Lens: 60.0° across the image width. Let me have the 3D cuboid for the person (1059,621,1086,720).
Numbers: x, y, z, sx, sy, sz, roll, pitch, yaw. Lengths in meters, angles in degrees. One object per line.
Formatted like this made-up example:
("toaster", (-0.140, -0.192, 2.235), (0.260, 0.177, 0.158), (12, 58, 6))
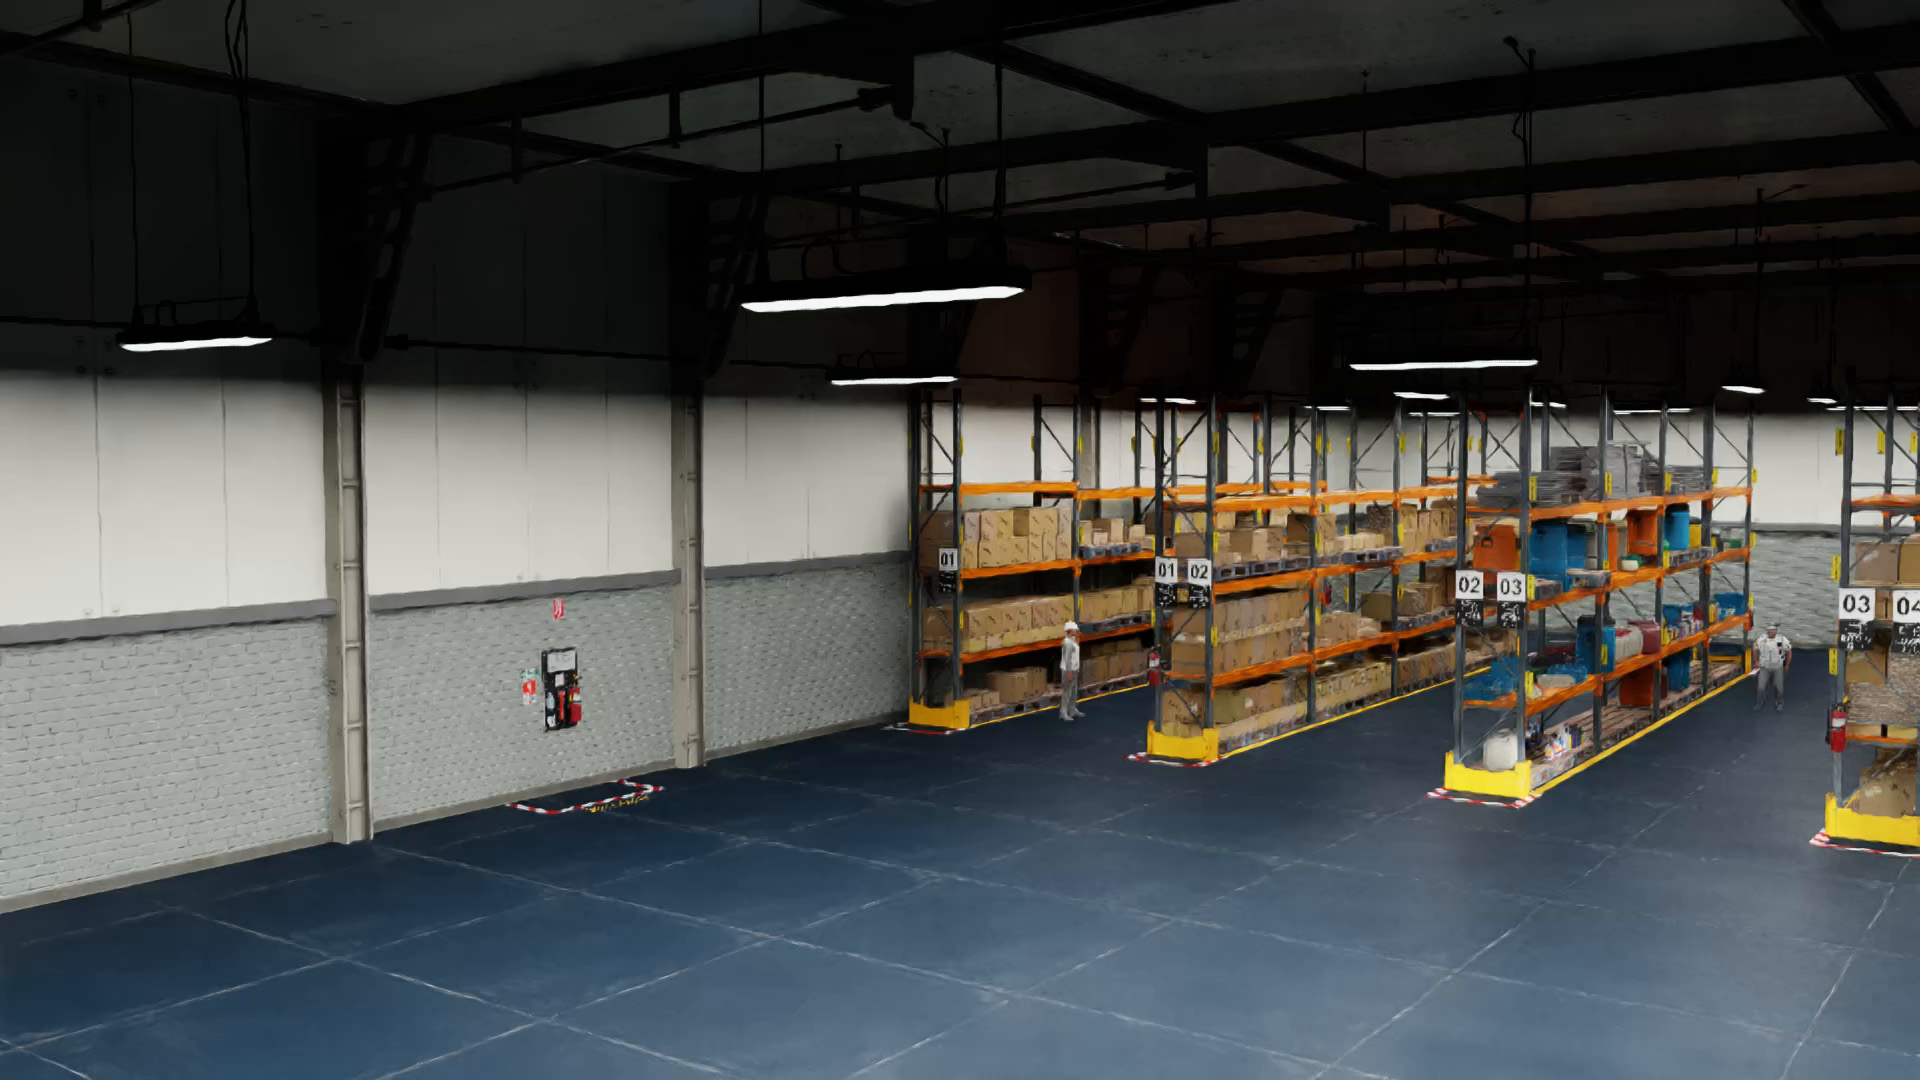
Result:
("person", (2.051, 2.369, 30.333), (0.463, 1.782, 0.598), (1, 3, 9))

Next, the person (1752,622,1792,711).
("person", (15.275, 2.367, 31.289), (0.682, 1.715, 0.542), (2, 4, 33))
